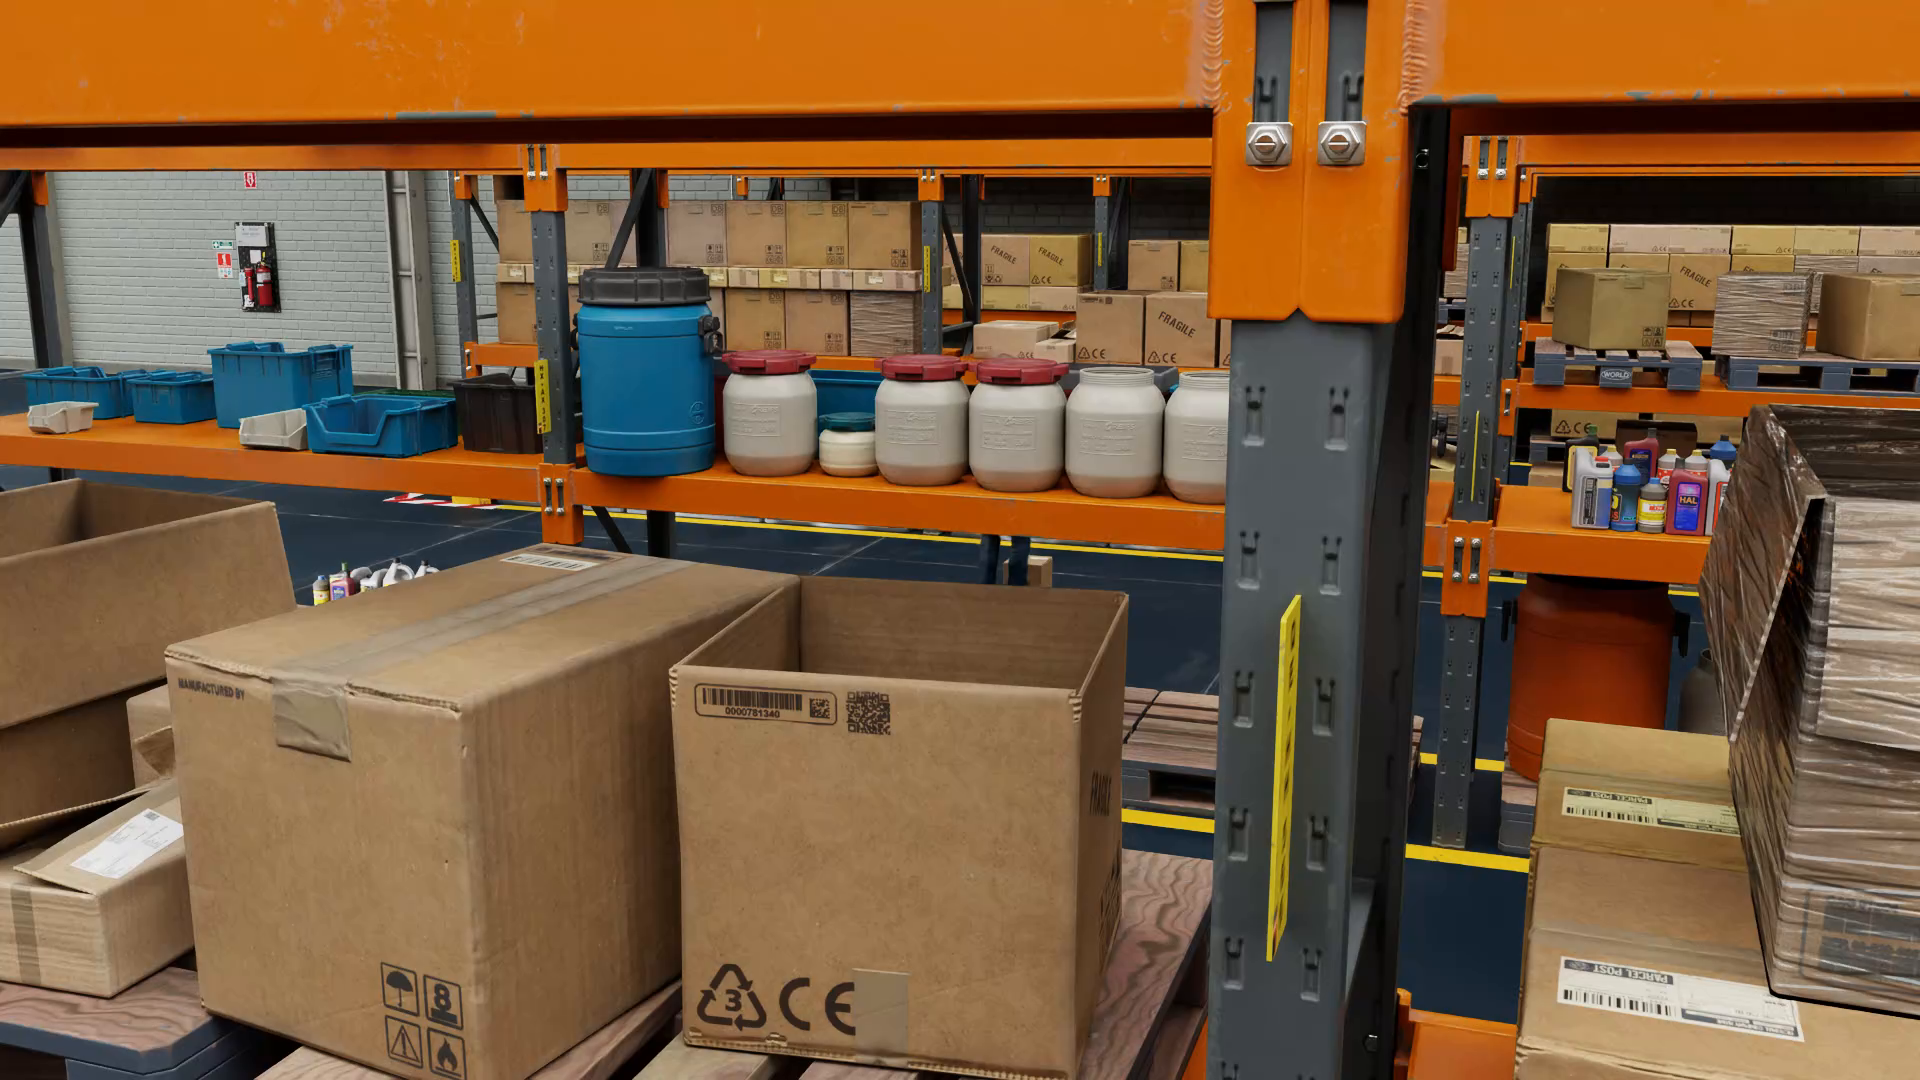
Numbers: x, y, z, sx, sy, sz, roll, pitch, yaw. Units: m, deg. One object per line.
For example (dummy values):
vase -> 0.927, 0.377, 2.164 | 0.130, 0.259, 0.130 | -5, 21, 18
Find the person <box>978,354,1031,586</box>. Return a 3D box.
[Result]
person -> 0.259, -0.314, 9.974 | 0.406, 1.599, 0.306 | 4, 13, 20
